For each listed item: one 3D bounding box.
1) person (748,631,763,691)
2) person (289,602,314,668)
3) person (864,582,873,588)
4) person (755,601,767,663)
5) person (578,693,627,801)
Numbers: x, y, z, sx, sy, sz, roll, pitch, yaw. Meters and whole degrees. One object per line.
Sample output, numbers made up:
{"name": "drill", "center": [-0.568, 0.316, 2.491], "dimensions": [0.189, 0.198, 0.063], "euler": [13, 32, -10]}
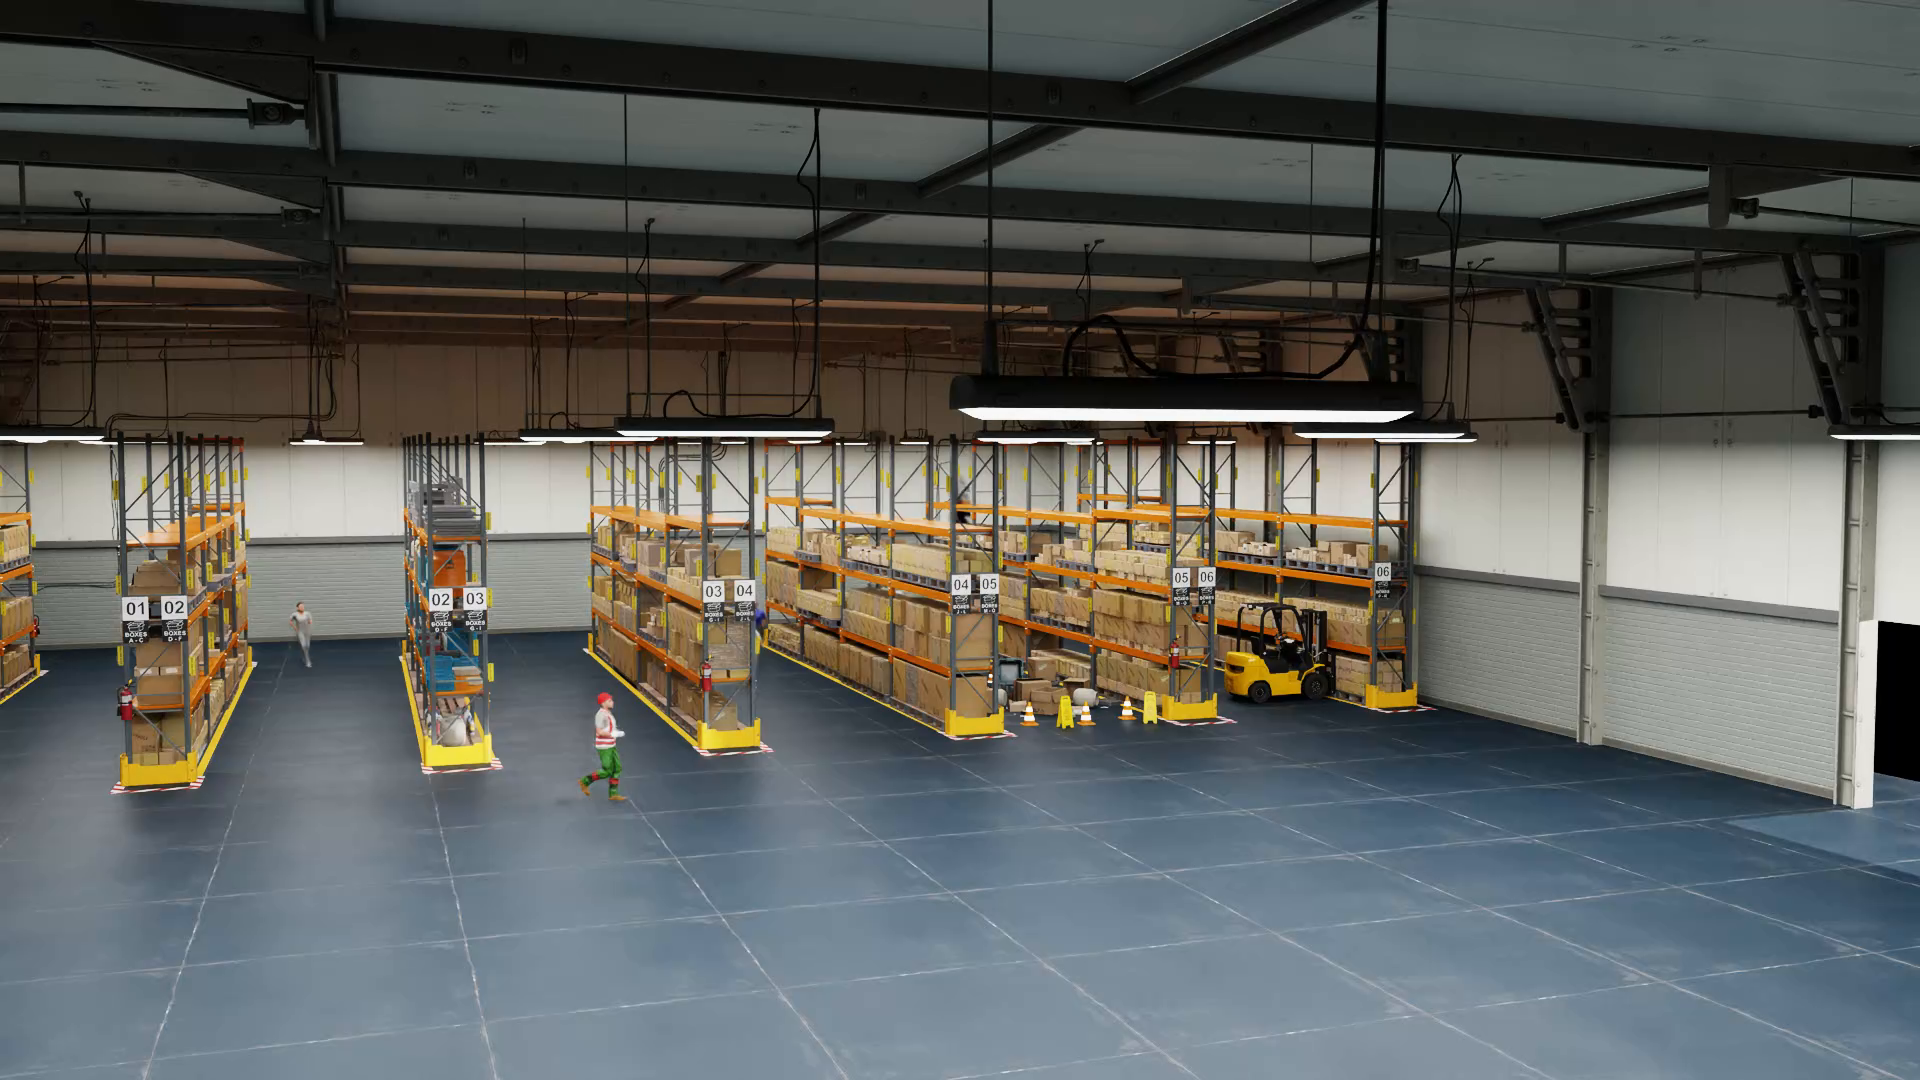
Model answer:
{"name": "person", "center": [-4.969, 2.711, 39.292], "dimensions": [0.610, 1.642, 0.855], "euler": [-1, 3, -24]}
{"name": "person", "center": [-17.247, 2.479, 43.593], "dimensions": [0.570, 1.718, 0.775], "euler": [-3, 4, -40]}
{"name": "person", "center": [-2.766, 2.094, 50.710], "dimensions": [0.621, 1.656, 0.598], "euler": [-1, 3, -14]}
{"name": "person", "center": [-5.461, 2.456, 44.582], "dimensions": [0.576, 1.637, 0.715], "euler": [-1, 3, -15]}
{"name": "person", "center": [-5.780, 3.345, 26.910], "dimensions": [0.782, 1.757, 0.663], "euler": [0, 3, 1]}
